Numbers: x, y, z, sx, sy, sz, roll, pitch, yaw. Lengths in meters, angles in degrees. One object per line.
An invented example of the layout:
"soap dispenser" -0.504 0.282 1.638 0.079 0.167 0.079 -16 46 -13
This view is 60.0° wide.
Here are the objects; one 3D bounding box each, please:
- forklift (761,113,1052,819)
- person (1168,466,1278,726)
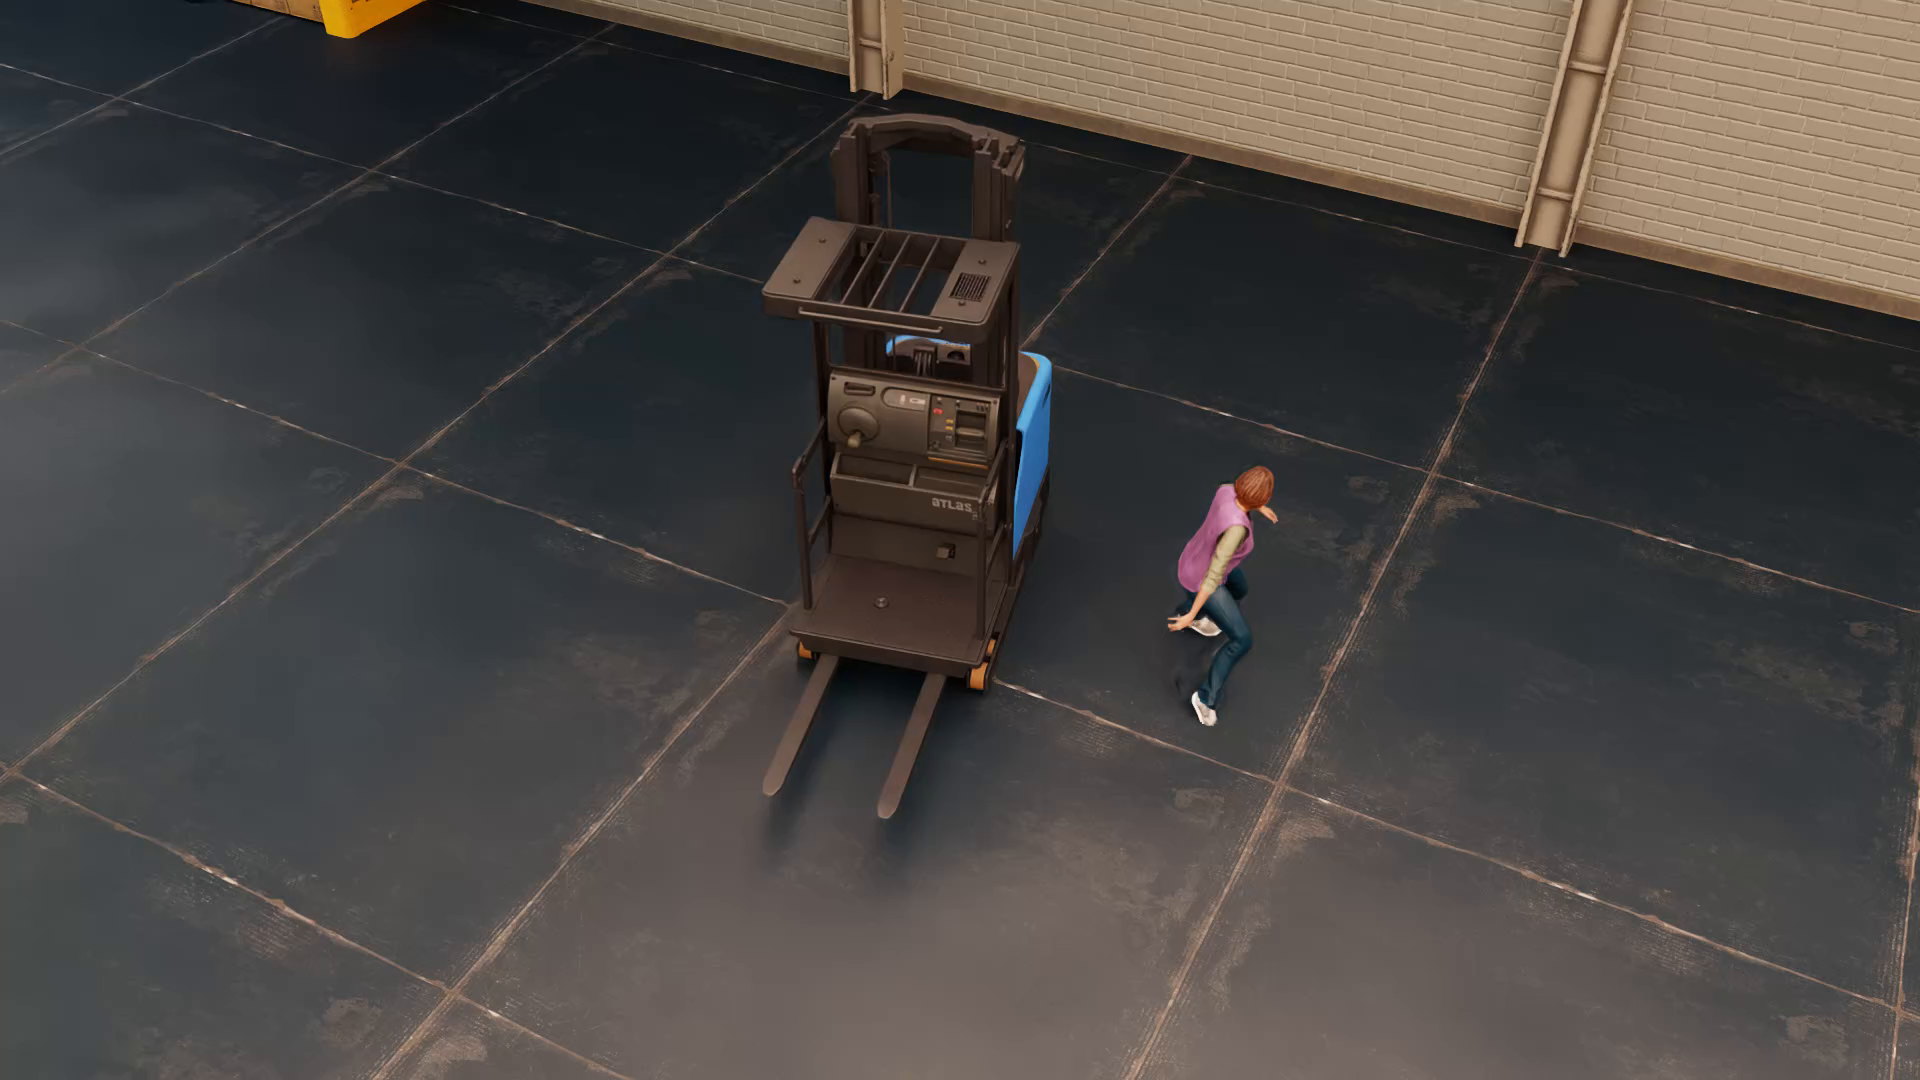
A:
"forklift" -0.300 -0.561 8.653 1.130 2.935 3.031 9 41 11
"person" 1.407 0.249 8.923 0.515 1.521 0.907 7 41 9
